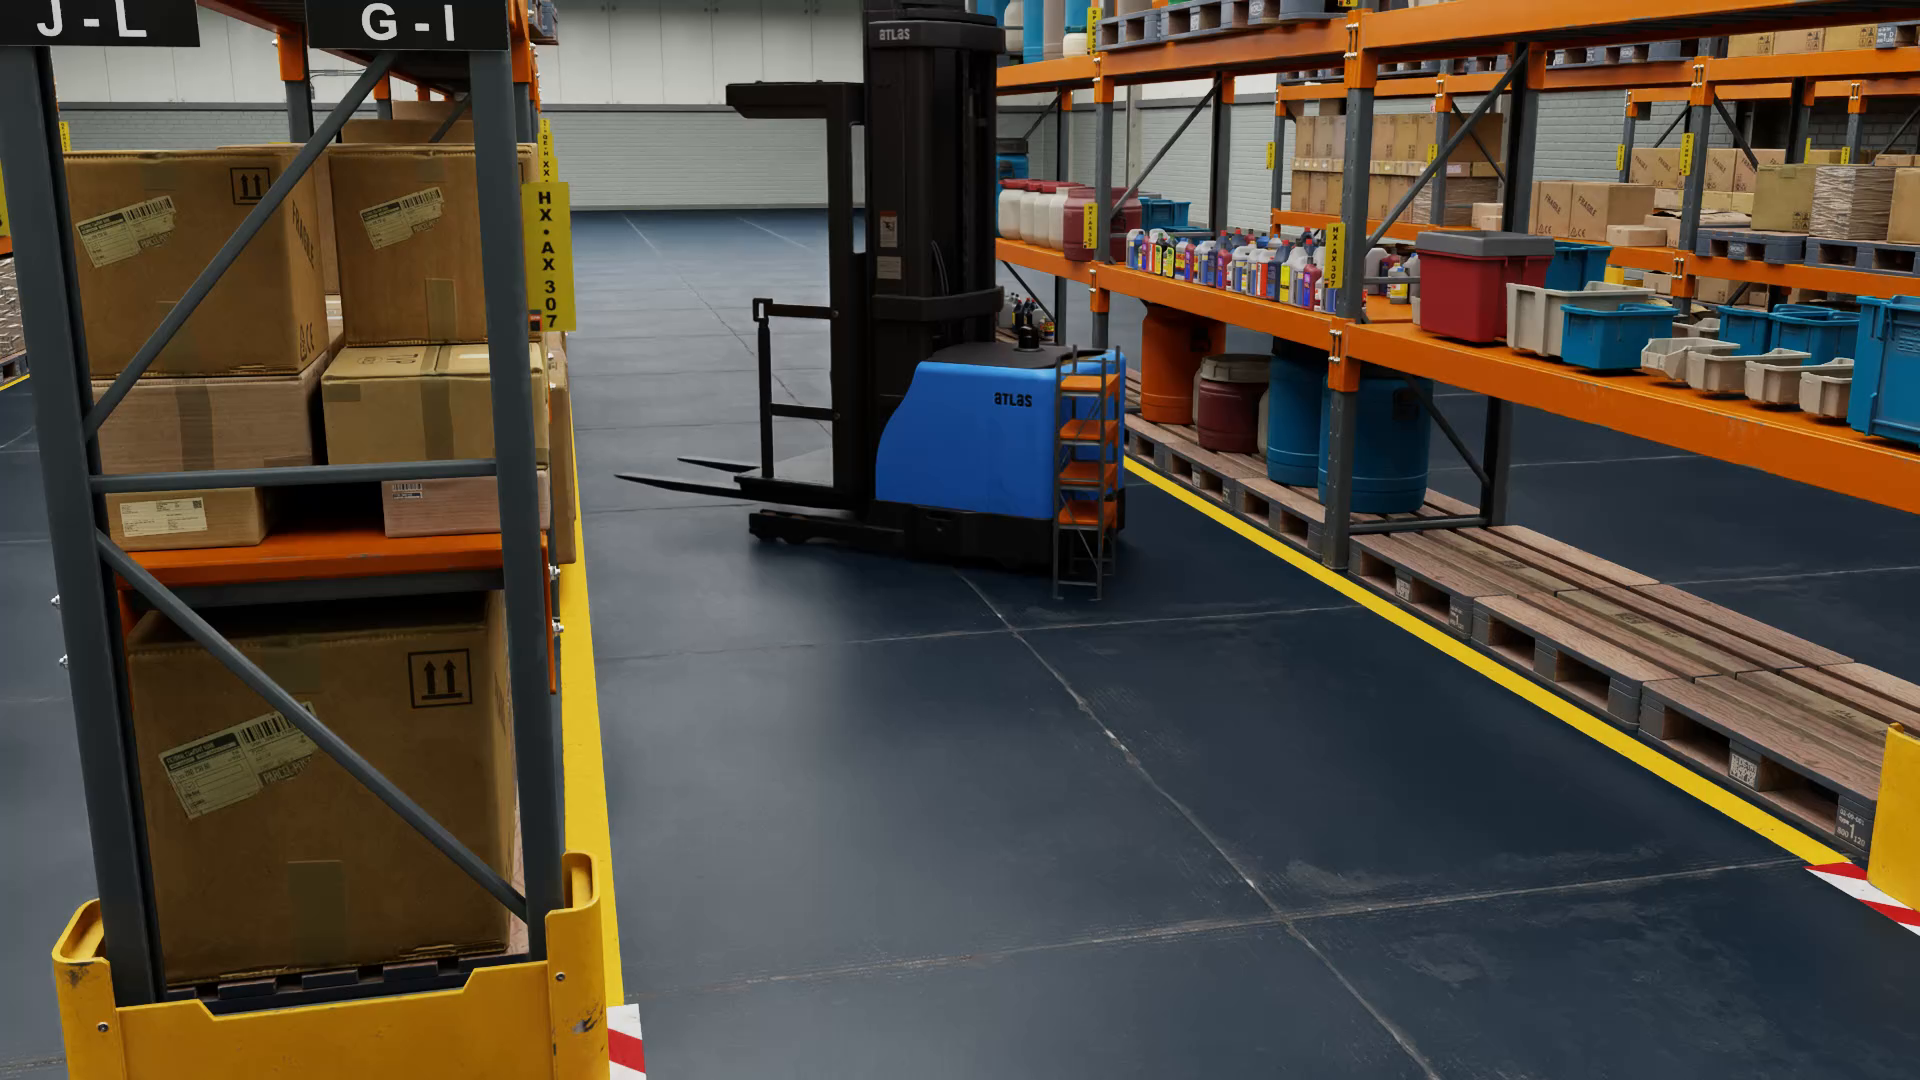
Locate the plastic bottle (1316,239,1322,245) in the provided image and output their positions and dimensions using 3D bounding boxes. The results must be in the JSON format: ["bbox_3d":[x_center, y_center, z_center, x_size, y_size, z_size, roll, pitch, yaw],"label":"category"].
[{"bbox_3d":[2.283,-1.789,10.676,0.061,0.283,0.133,-3,14,-13],"label":"plastic bottle"}]

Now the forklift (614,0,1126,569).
[{"bbox_3d":[-0.612,-1.499,9.386,3.031,2.935,1.130,7,16,28],"label":"forklift"}]

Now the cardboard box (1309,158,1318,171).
[{"bbox_3d":[4.431,-4.519,20.028,0.380,0.149,0.250,-3,14,-13],"label":"cardboard box"}]

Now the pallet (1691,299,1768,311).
[{"bbox_3d":[9.698,-2.811,20.489,1.003,0.211,1.213,-3,14,-13],"label":"pallet"}]

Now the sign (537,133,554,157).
[{"bbox_3d":[-2.787,-2.574,11.203,0.100,0.325,0.005,-3,14,-13],"label":"sign"}]

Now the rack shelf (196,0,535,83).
[{"bbox_3d":[-1.916,-1.703,5.274,1.077,0.370,4.000,-3,14,-13],"label":"rack shelf"}]

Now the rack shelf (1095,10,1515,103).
[{"bbox_3d":[1.959,-2.902,10.181,1.077,0.370,4.000,-3,14,-13],"label":"rack shelf"}]

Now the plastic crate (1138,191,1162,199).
[{"bbox_3d":[1.407,-2.677,13.929,0.402,0.464,0.583,-3,14,-13],"label":"plastic crate"}]

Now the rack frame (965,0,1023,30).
[{"bbox_3d":[0.550,-6.093,15.406,1.000,3.000,0.127,-3,14,-13],"label":"rack frame"}]

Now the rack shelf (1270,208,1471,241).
[{"bbox_3d":[4.896,-3.566,19.218,1.077,0.370,4.000,-3,14,-13],"label":"rack shelf"}]

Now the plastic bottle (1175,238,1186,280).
[{"bbox_3d":[1.471,-1.857,10.977,0.097,0.271,0.097,0,14,0],"label":"plastic bottle"}]

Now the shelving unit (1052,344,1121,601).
[{"bbox_3d":[0.635,-0.345,8.313,0.258,1.200,0.503,3,14,13],"label":"shelving unit"}]

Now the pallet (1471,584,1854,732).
[{"bbox_3d":[2.929,0.471,7.055,1.003,0.211,1.213,-3,14,-13],"label":"pallet"}]

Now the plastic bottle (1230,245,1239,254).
[{"bbox_3d":[1.705,-1.688,10.288,0.097,0.271,0.097,0,14,0],"label":"plastic bottle"}]

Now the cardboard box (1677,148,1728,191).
[{"bbox_3d":[9.282,-4.594,20.604,0.500,0.500,0.500,-4,14,-15],"label":"cardboard box"}]

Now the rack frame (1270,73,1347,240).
[{"bbox_3d":[4.426,-4.377,21.021,1.000,3.000,0.127,-3,14,-13],"label":"rack frame"}]

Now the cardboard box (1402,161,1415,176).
[{"bbox_3d":[4.973,-3.986,17.844,0.380,0.149,0.250,-4,14,-15],"label":"cardboard box"}]

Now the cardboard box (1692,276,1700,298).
[{"bbox_3d":[9.449,-3.265,21.210,0.500,0.311,0.500,-2,14,-9],"label":"cardboard box"}]

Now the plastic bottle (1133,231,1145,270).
[{"bbox_3d":[1.277,-2.047,11.758,0.097,0.271,0.097,0,14,0],"label":"plastic bottle"}]

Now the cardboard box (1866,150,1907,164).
[{"bbox_3d":[10.272,-4.152,18.796,0.500,0.500,0.500,-4,14,-14],"label":"cardboard box"}]

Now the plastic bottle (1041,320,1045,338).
[{"bbox_3d":[0.877,-2.154,16.894,0.097,0.201,0.097,0,14,0],"label":"plastic bottle"}]

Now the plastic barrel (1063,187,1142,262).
[{"bbox_3d":[1.086,-2.412,12.693,0.600,0.536,0.708,-3,14,-13],"label":"plastic barrel"}]

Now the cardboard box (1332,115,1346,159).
[{"bbox_3d":[4.784,-4.698,19.390,0.700,0.500,0.500,-3,14,-13],"label":"cardboard box"}]

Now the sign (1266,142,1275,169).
[{"bbox_3d":[3.885,-4.806,20.788,0.100,0.325,0.005,-3,14,-13],"label":"sign"}]

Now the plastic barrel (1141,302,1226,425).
[{"bbox_3d":[1.621,-1.294,12.090,0.600,0.830,0.708,-3,14,-13],"label":"plastic barrel"}]

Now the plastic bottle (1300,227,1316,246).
[{"bbox_3d":[2.264,-1.860,10.823,0.144,0.351,0.185,-3,14,-13],"label":"plastic bottle"}]

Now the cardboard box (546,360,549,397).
[{"bbox_3d":[-1.694,-0.587,6.037,0.380,0.149,0.250,-4,14,-14],"label":"cardboard box"}]

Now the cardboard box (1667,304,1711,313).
[{"bbox_3d":[6.336,-1.930,14.733,0.500,0.311,0.500,-4,14,-15],"label":"cardboard box"}]

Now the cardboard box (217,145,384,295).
[{"bbox_3d":[-2.287,-1.134,5.859,0.500,0.500,0.500,-4,14,-15],"label":"cardboard box"}]

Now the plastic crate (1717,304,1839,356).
[{"bbox_3d":[3.250,-0.806,6.634,0.416,0.233,0.300,-3,14,-13],"label":"plastic crate"}]

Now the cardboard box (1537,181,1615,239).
[{"bbox_3d":[5.771,-3.087,15.533,0.500,0.500,0.500,-3,14,-13],"label":"cardboard box"}]

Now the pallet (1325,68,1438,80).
[{"bbox_3d":[4.857,-5.344,18.848,1.003,0.211,1.213,-3,14,-13],"label":"pallet"}]

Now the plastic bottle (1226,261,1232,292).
[{"bbox_3d":[1.678,-1.620,10.156,0.097,0.201,0.097,0,14,0],"label":"plastic bottle"}]

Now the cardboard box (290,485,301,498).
[{"bbox_3d":[-1.971,-0.194,4.431,0.380,0.149,0.250,-3,14,-13],"label":"cardboard box"}]

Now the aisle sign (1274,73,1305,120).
[{"bbox_3d":[4.113,-5.638,20.705,0.394,0.787,0.004,-3,14,-13],"label":"aisle sign"}]

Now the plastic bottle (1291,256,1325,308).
[{"bbox_3d":[1.936,-1.430,9.222,0.152,0.276,0.135,-3,14,-13],"label":"plastic bottle"}]

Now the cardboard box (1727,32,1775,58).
[{"bbox_3d":[6.440,-3.938,12.695,0.910,0.500,0.500,-3,14,-13],"label":"cardboard box"}]

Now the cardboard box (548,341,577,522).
[{"bbox_3d":[-2.766,-0.582,9.079,1.225,0.875,0.875,-4,14,-15],"label":"cardboard box"}]

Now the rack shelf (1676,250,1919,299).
[{"bbox_3d":[6.775,-1.720,11.664,1.077,0.370,4.000,-3,14,-13],"label":"rack shelf"}]

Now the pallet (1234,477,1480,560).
[{"bbox_3d":[2.288,-0.159,9.633,1.003,0.211,1.213,-3,14,-13],"label":"pallet"}]

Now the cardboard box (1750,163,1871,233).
[{"bbox_3d":[6.562,-2.645,12.836,0.700,0.500,0.500,-9,16,-32],"label":"cardboard box"}]

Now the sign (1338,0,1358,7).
[{"bbox_3d":[1.893,-2.764,8.083,0.100,0.325,0.005,-3,14,-13],"label":"sign"}]

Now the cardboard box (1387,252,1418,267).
[{"bbox_3d":[4.938,-2.897,18.294,0.500,0.500,0.500,-3,14,-13],"label":"cardboard box"}]

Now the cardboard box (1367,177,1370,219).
[{"bbox_3d":[4.889,-3.960,19.104,0.700,0.500,0.500,-3,14,-11],"label":"cardboard box"}]

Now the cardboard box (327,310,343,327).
[{"bbox_3d":[-2.057,-0.537,4.996,0.500,0.250,0.500,-4,14,-15],"label":"cardboard box"}]

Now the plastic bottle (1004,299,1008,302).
[{"bbox_3d":[0.533,-2.501,18.156,0.152,0.276,0.135,-4,14,-15],"label":"plastic bottle"}]

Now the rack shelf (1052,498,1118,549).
[{"bbox_3d":[0.635,-0.087,8.376,0.258,0.148,0.480,3,14,13],"label":"rack shelf"}]

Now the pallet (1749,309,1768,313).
[{"bbox_3d":[9.988,-2.529,19.335,1.003,0.211,1.213,-3,14,-13],"label":"pallet"}]

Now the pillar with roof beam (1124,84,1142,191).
[{"bbox_3d":[0.424,-12.751,42.659,9.100,9.000,0.400,-3,14,-13],"label":"pillar with roof beam"}]

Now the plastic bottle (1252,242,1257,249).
[{"bbox_3d":[2.085,-1.987,11.657,0.097,0.201,0.097,0,14,0],"label":"plastic bottle"}]
